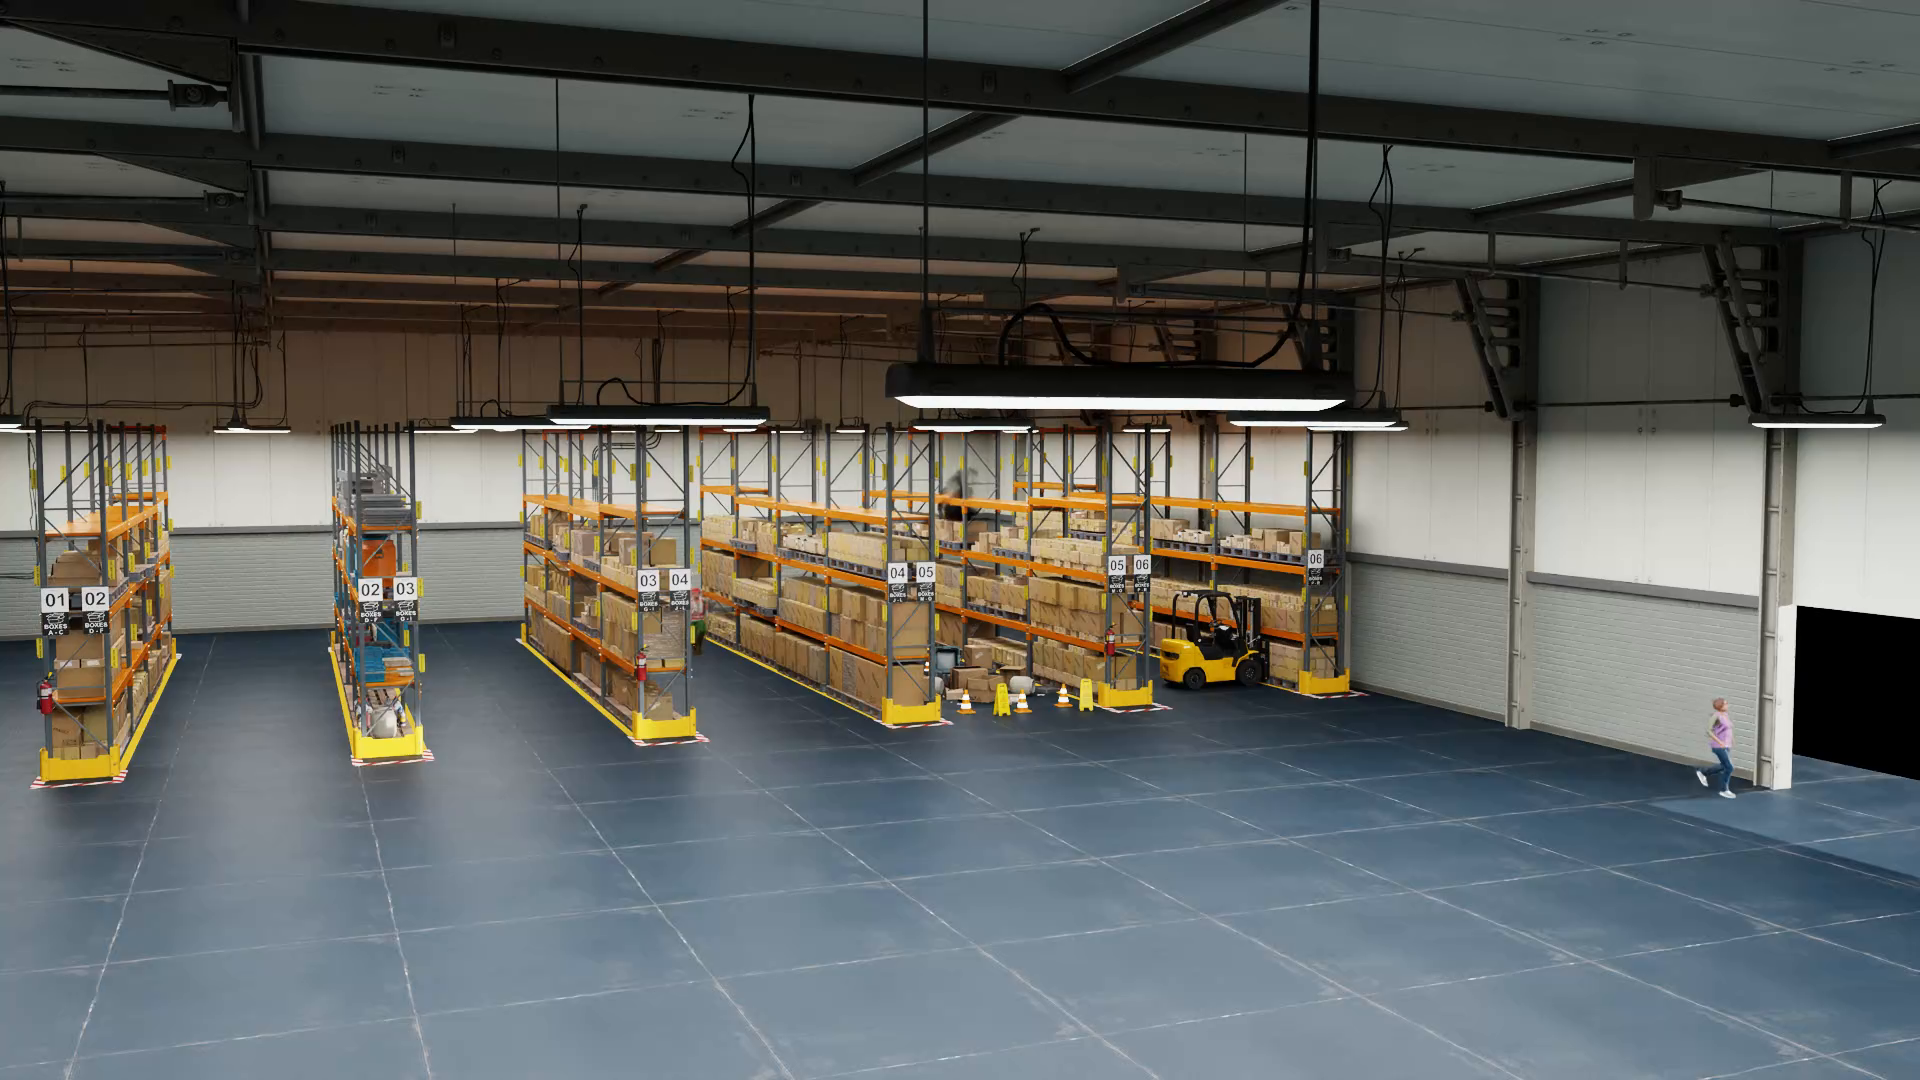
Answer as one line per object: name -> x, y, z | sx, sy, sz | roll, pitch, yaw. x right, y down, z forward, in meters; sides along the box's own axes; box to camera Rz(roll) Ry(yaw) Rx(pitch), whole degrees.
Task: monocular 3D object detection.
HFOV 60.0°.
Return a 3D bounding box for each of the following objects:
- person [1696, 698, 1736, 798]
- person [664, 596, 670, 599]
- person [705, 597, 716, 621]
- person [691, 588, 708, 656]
person -> 12.059, 3.293, 26.486 | 0.563, 1.566, 0.649 | -3, 5, -42
person -> -8.649, 1.903, 47.216 | 0.936, 1.725, 0.690 | 0, 4, 0
person -> -7.475, 1.808, 49.470 | 0.793, 1.624, 0.646 | 1, 4, 10
person -> -6.857, 2.121, 43.365 | 0.694, 1.772, 0.827 | -2, 4, -24
